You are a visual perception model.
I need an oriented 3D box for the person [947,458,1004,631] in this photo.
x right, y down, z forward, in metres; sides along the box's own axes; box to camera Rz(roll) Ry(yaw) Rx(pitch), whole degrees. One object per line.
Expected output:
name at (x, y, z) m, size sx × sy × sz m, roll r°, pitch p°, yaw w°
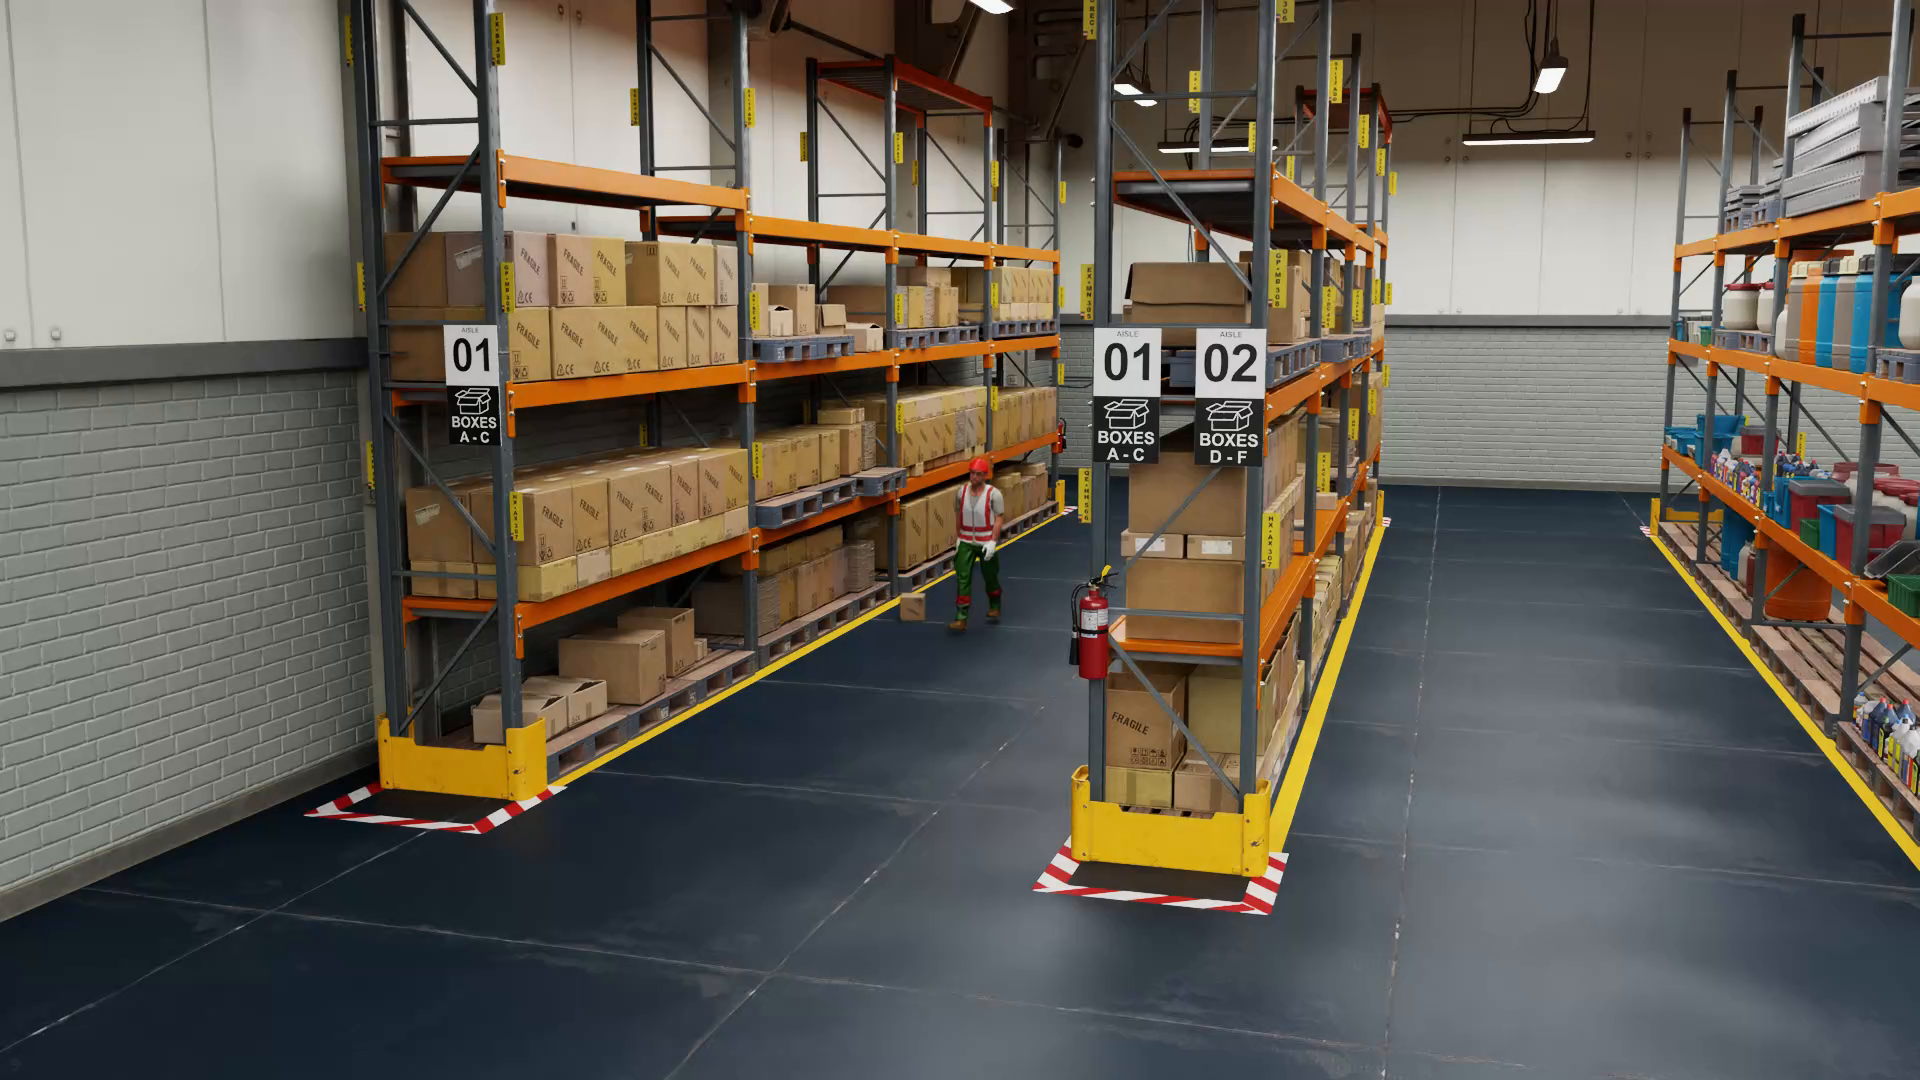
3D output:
person at (0.187, 0.030, 17.035) m, size 0.543 × 1.749 × 1.043 m, roll 2°, pitch 9°, yaw 16°
